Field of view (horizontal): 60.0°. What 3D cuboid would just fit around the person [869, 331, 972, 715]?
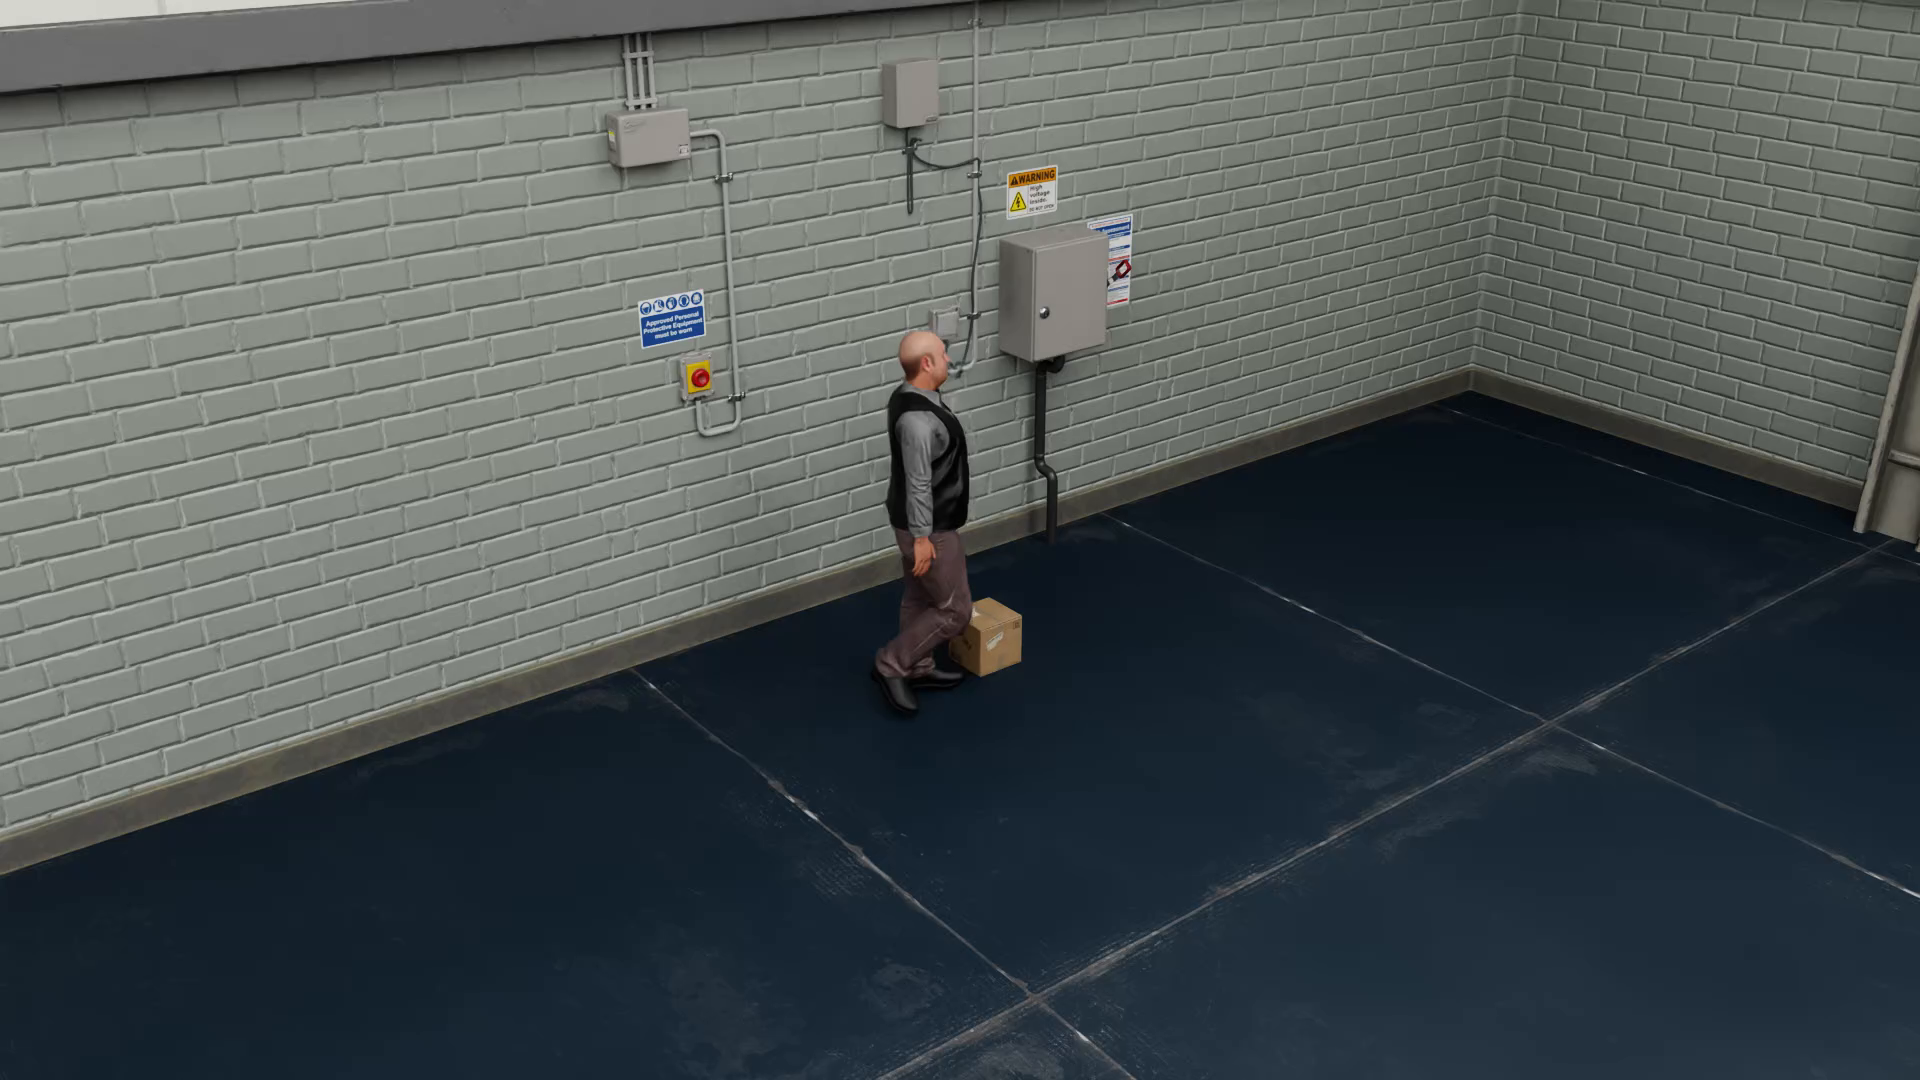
[{"bbox_3d":[-0.187,-0.068,7.256,0.458,1.722,0.569,-3,25,-6],"label":"person"}]
